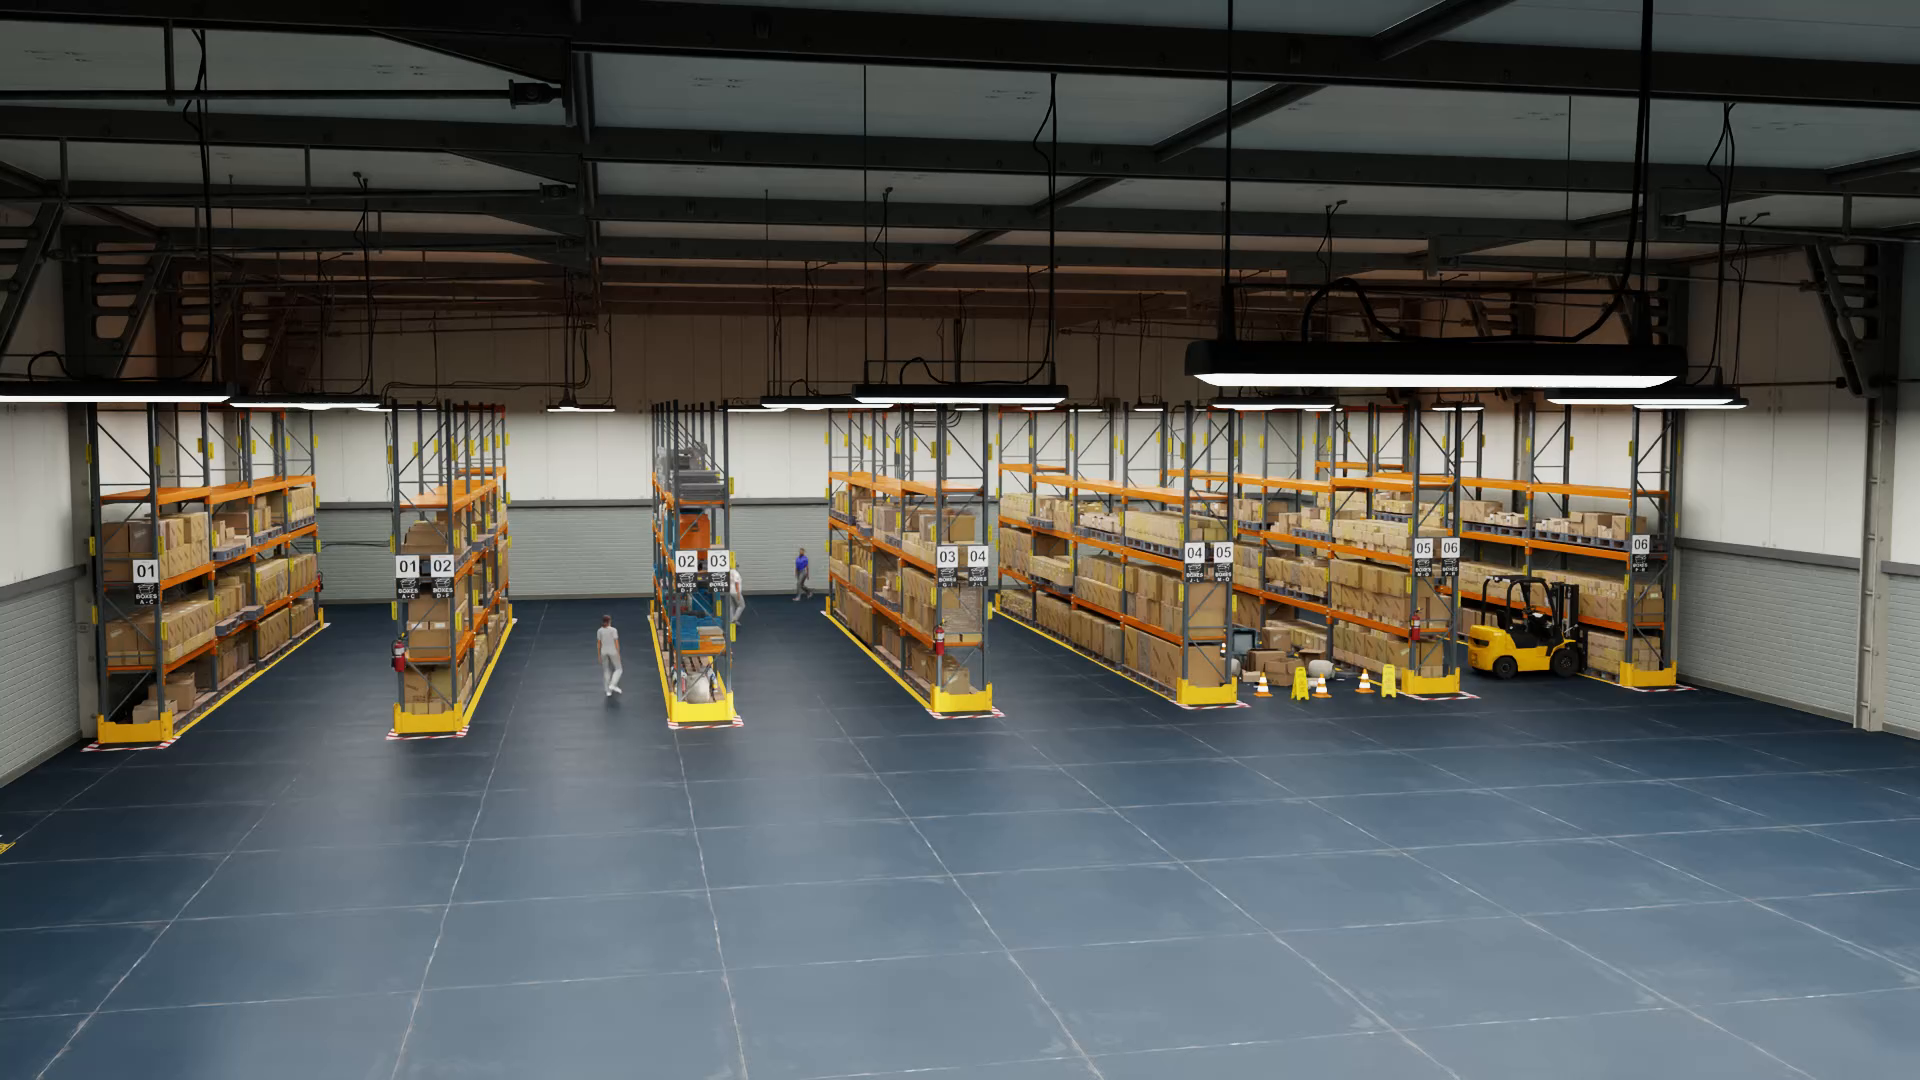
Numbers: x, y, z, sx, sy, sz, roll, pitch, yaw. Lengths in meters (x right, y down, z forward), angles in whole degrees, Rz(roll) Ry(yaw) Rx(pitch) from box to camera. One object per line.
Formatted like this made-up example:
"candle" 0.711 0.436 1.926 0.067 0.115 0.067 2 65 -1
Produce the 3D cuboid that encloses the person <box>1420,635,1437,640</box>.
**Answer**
"person" 10.914 1.995 38.530 0.488 1.691 0.396 -3 5 -37

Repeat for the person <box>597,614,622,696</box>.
"person" -7.143 2.344 33.807 0.500 1.664 0.489 0 4 4

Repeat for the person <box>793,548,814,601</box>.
"person" -4.823 1.044 51.125 0.881 1.610 0.416 -4 6 -40

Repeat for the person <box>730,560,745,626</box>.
"person" -6.135 1.455 45.165 0.410 1.786 0.580 -4 6 -44
